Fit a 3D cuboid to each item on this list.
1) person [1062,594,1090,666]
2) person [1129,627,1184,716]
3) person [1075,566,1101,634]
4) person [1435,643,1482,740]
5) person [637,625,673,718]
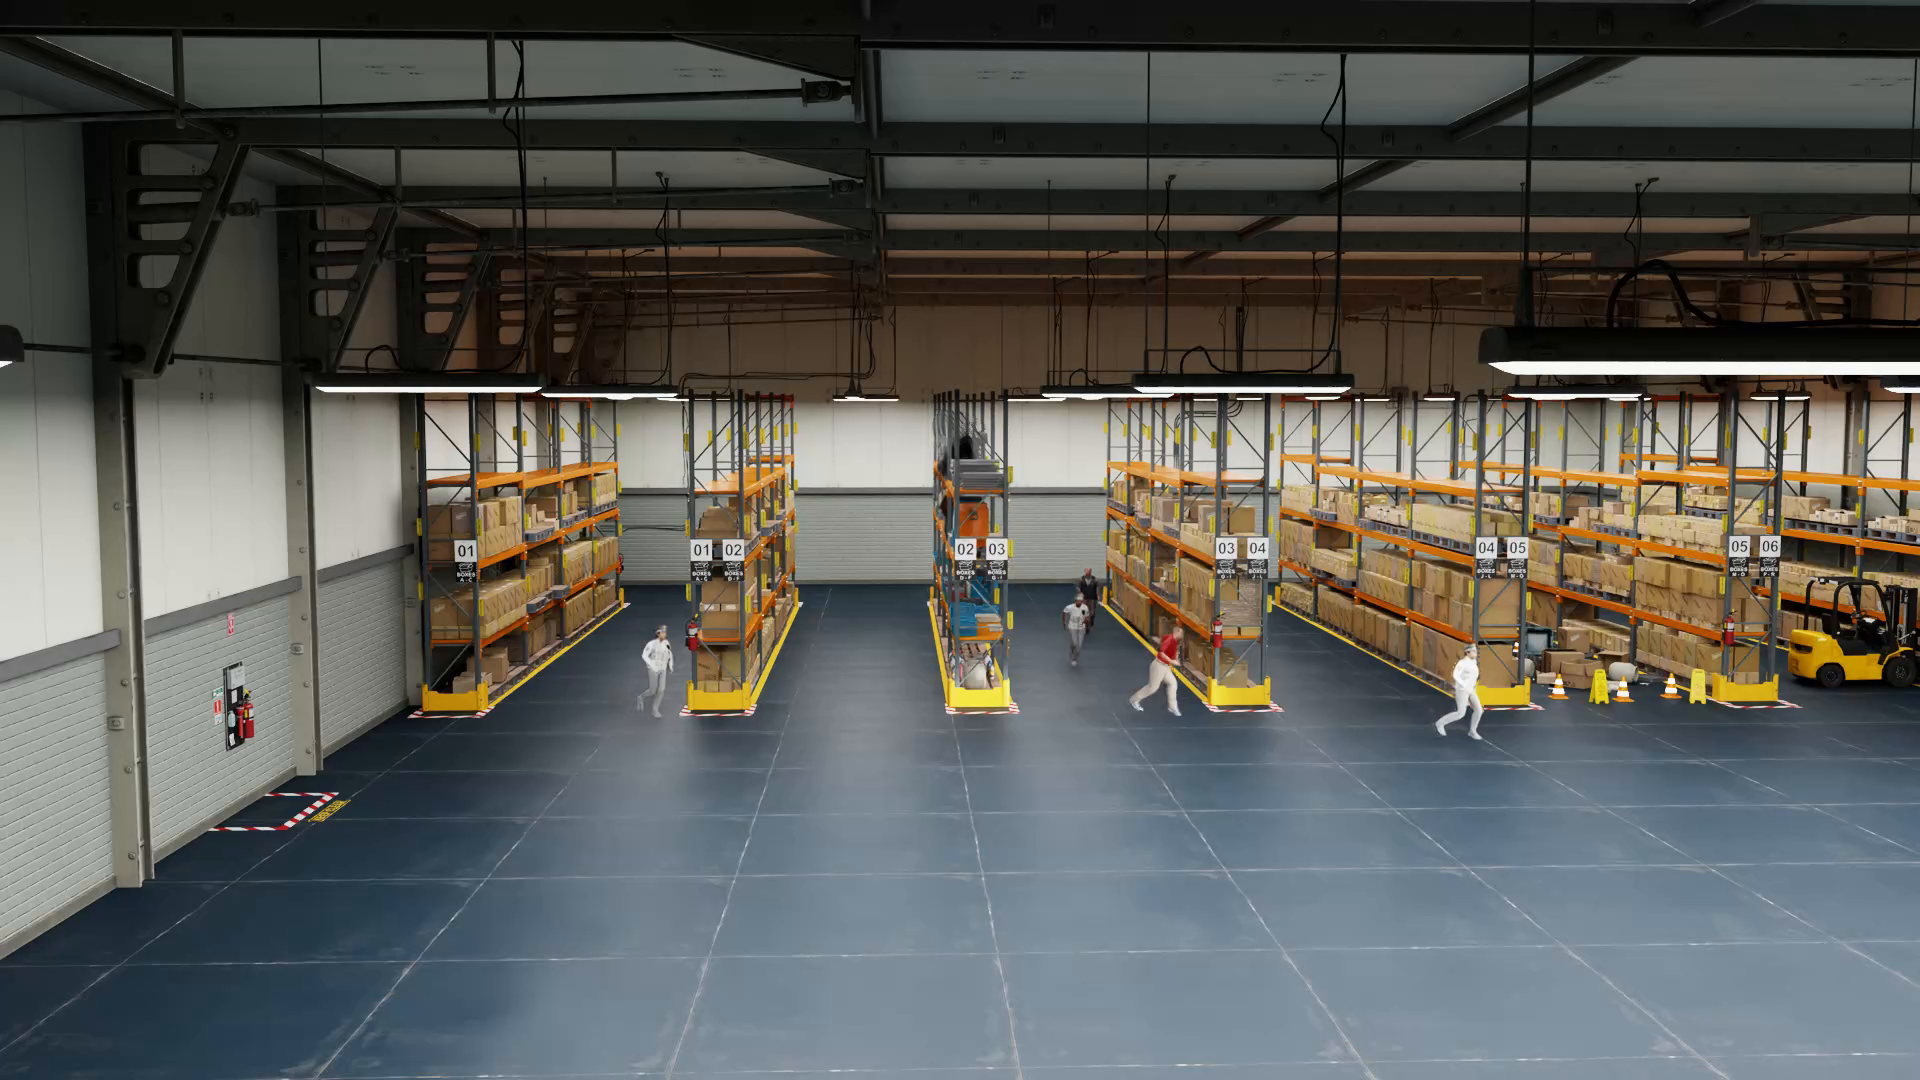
[{"bbox_3d":[2.547,1.966,36.388,0.549,1.614,0.675,-1,5,-11],"label":"person"},{"bbox_3d":[3.628,2.425,30.711,1.018,1.695,0.703,1,5,13],"label":"person"},{"bbox_3d":[3.215,1.495,41.699,0.661,1.682,0.585,0,5,4],"label":"person"},{"bbox_3d":[8.618,2.596,28.587,0.753,1.687,0.676,3,6,34],"label":"person"},{"bbox_3d":[-5.584,2.399,30.763,0.655,1.661,0.653,-4,6,-42],"label":"person"}]
